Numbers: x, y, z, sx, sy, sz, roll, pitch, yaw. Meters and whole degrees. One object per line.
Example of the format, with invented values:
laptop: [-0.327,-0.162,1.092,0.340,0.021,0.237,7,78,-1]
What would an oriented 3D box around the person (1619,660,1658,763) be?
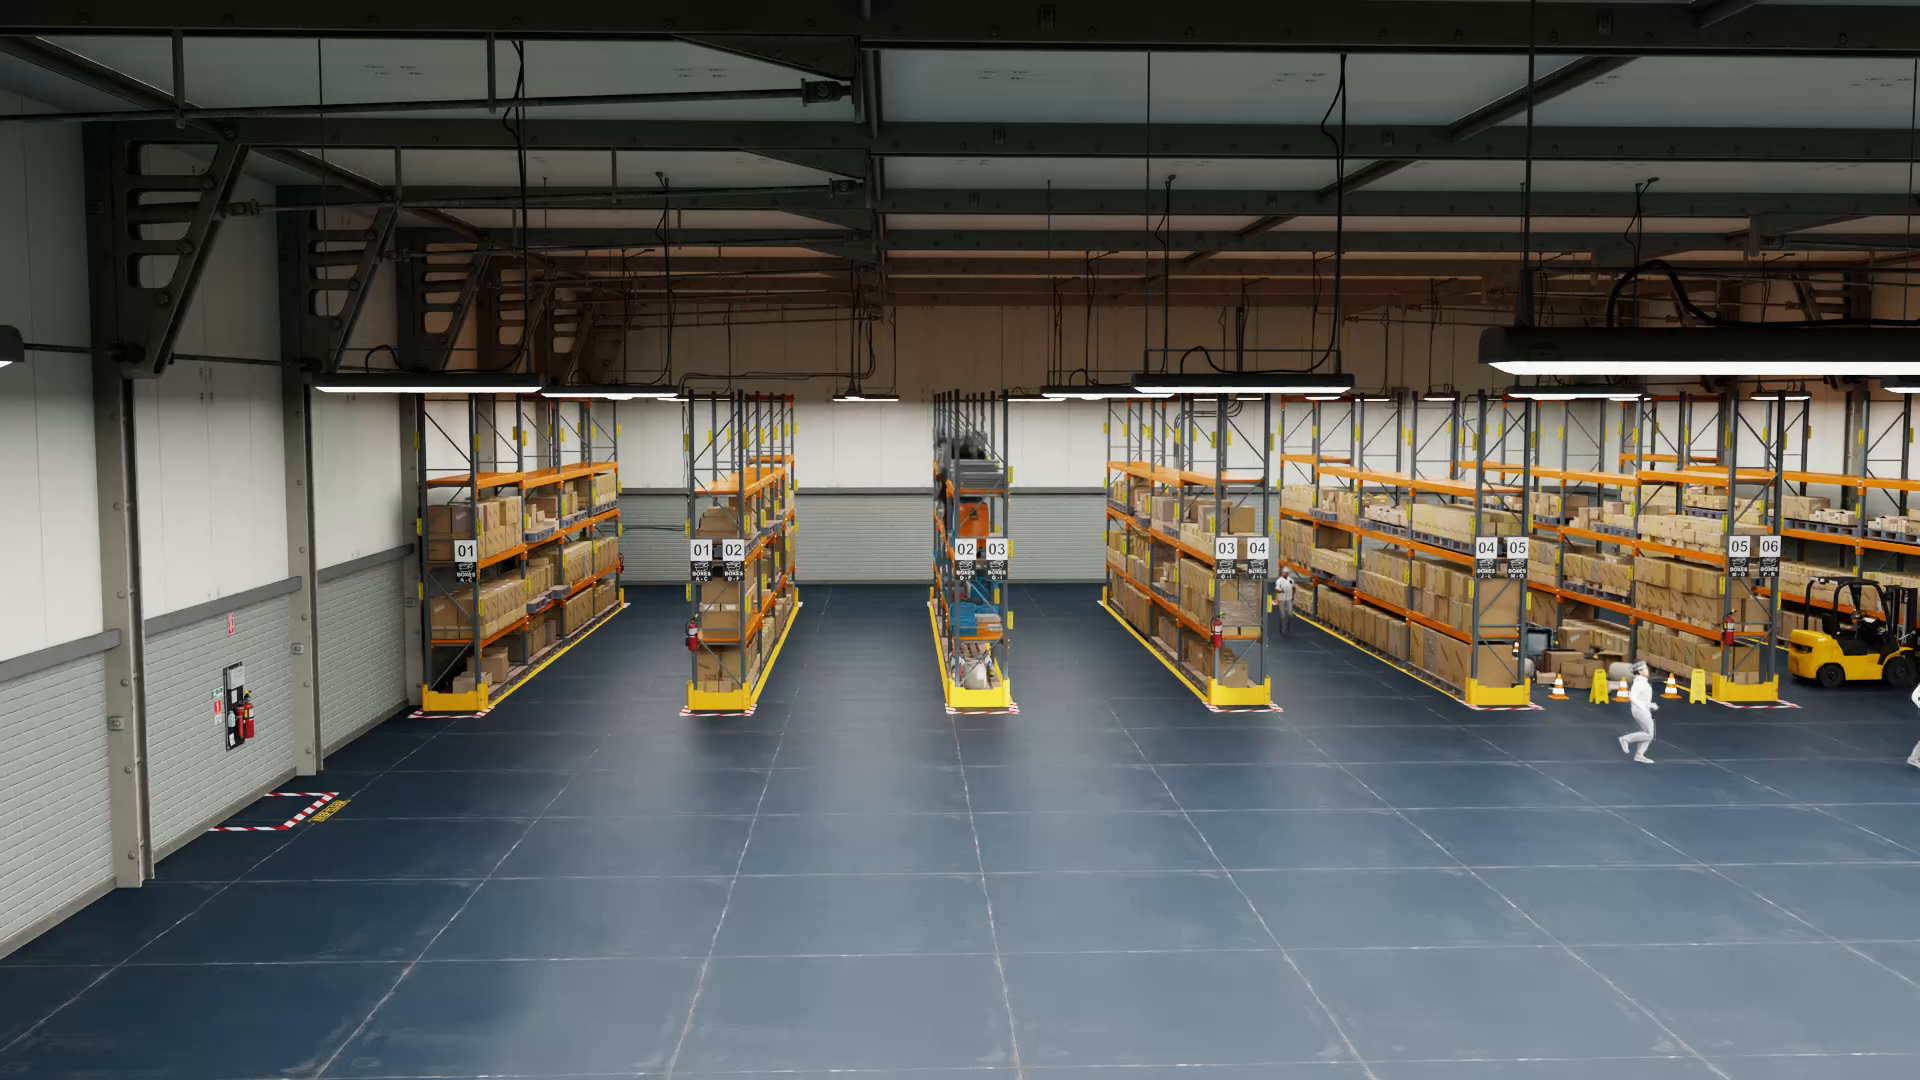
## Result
person: [10.864,2.735,26.615,0.555,1.657,0.615,2,5,25]

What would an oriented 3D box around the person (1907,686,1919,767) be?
person: [15.119,2.778,25.819,0.677,1.748,0.590,4,6,40]

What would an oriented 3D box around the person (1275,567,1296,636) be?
person: [8.079,1.523,41.268,0.529,1.727,0.660,0,5,1]
